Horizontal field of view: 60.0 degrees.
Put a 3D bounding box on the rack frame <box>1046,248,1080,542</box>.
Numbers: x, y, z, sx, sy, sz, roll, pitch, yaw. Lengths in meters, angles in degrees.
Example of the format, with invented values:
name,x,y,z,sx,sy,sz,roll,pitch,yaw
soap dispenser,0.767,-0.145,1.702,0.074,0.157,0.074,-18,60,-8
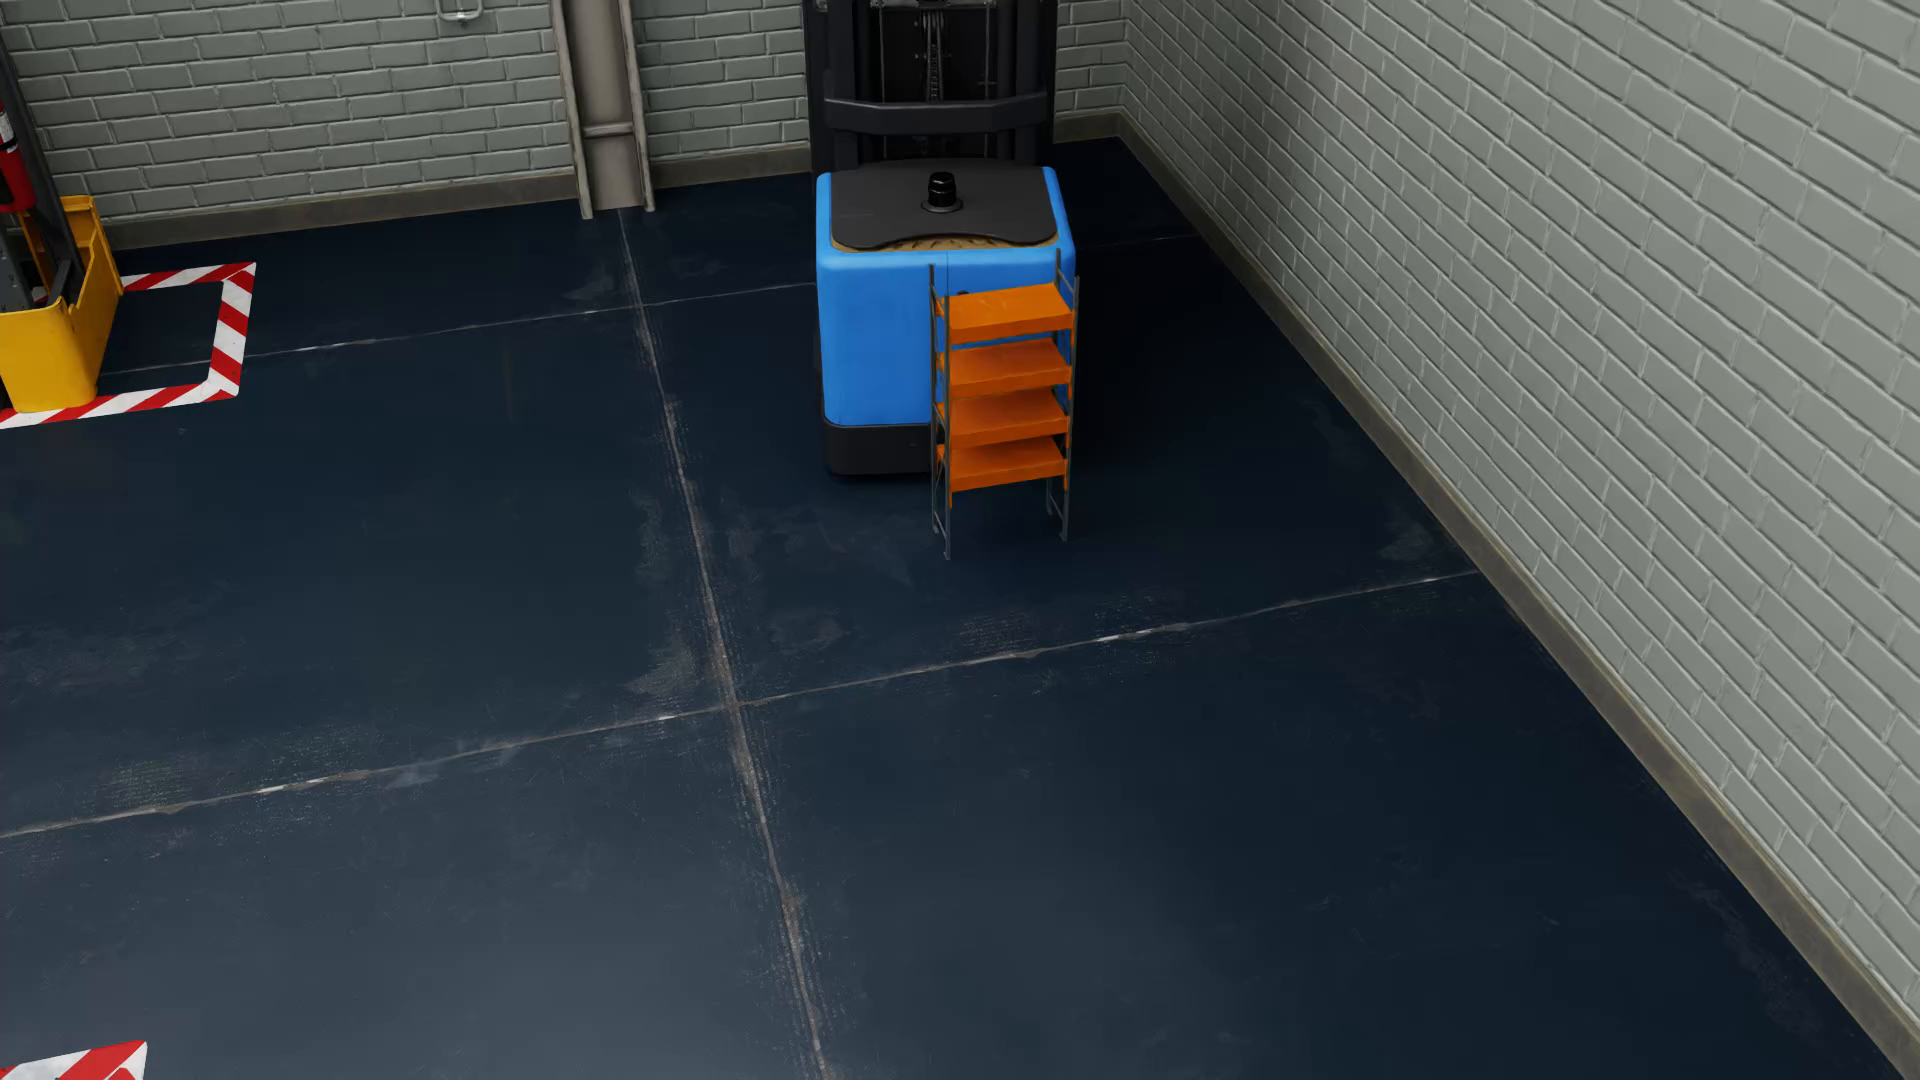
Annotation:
name,x,y,z,sx,sy,sz,roll,pitch,yaw
rack frame,0.395,-0.541,6.470,0.015,1.200,0.240,-9,38,-12

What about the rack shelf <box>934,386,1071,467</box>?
name,x,y,z,sx,sy,sz,roll,pitch,yaw
rack shelf,0.160,-0.449,6.461,0.480,0.148,0.258,-9,38,-12

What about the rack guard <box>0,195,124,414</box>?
name,x,y,z,sx,sy,sz,roll,pitch,yaw
rack guard,-4.253,-1.129,7.815,0.348,0.500,1.175,-9,38,-12

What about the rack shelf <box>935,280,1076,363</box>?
name,x,y,z,sx,sy,sz,roll,pitch,yaw
rack shelf,0.160,-0.815,6.181,0.480,0.148,0.258,-9,38,-12

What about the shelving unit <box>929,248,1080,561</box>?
name,x,y,z,sx,sy,sz,roll,pitch,yaw
shelving unit,0.160,-0.503,6.420,0.503,1.200,0.258,-9,38,-12

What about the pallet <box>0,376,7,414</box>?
name,x,y,z,sx,sy,sz,roll,pitch,yaw
pallet,-5.028,-0.838,7.672,1.213,0.211,1.003,-9,38,-12

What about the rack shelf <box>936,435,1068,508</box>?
name,x,y,z,sx,sy,sz,roll,pitch,yaw
rack shelf,0.160,-0.292,6.581,0.480,0.148,0.258,-9,38,-12

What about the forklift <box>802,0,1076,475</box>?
name,x,y,z,sx,sy,sz,roll,pitch,yaw
forklift,-0.144,-2.314,7.362,1.130,2.935,3.031,-2,37,-3

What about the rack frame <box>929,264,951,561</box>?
name,x,y,z,sx,sy,sz,roll,pitch,yaw
rack frame,-0.076,-0.464,6.369,0.015,1.200,0.240,-9,38,-12

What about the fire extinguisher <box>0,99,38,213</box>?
name,x,y,z,sx,sy,sz,roll,pitch,yaw
fire extinguisher,-4.011,-1.693,6.864,0.183,0.674,0.296,-9,38,-12

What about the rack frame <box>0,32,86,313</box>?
name,x,y,z,sx,sy,sz,roll,pitch,yaw
rack frame,-4.277,-2.118,7.050,0.127,3.000,1.000,-9,38,-12

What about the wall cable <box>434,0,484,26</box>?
name,x,y,z,sx,sy,sz,roll,pitch,yaw
wall cable,-3.287,-3.279,7.732,1.851,1.984,0.084,-9,38,-12

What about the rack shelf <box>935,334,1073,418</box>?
name,x,y,z,sx,sy,sz,roll,pitch,yaw
rack shelf,0.160,-0.627,6.325,0.480,0.148,0.258,-9,38,-12

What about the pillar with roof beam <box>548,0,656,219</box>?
name,x,y,z,sx,sy,sz,roll,pitch,yaw
pillar with roof beam,-0.773,-2.911,3.149,0.400,9.000,9.100,-9,38,-12
